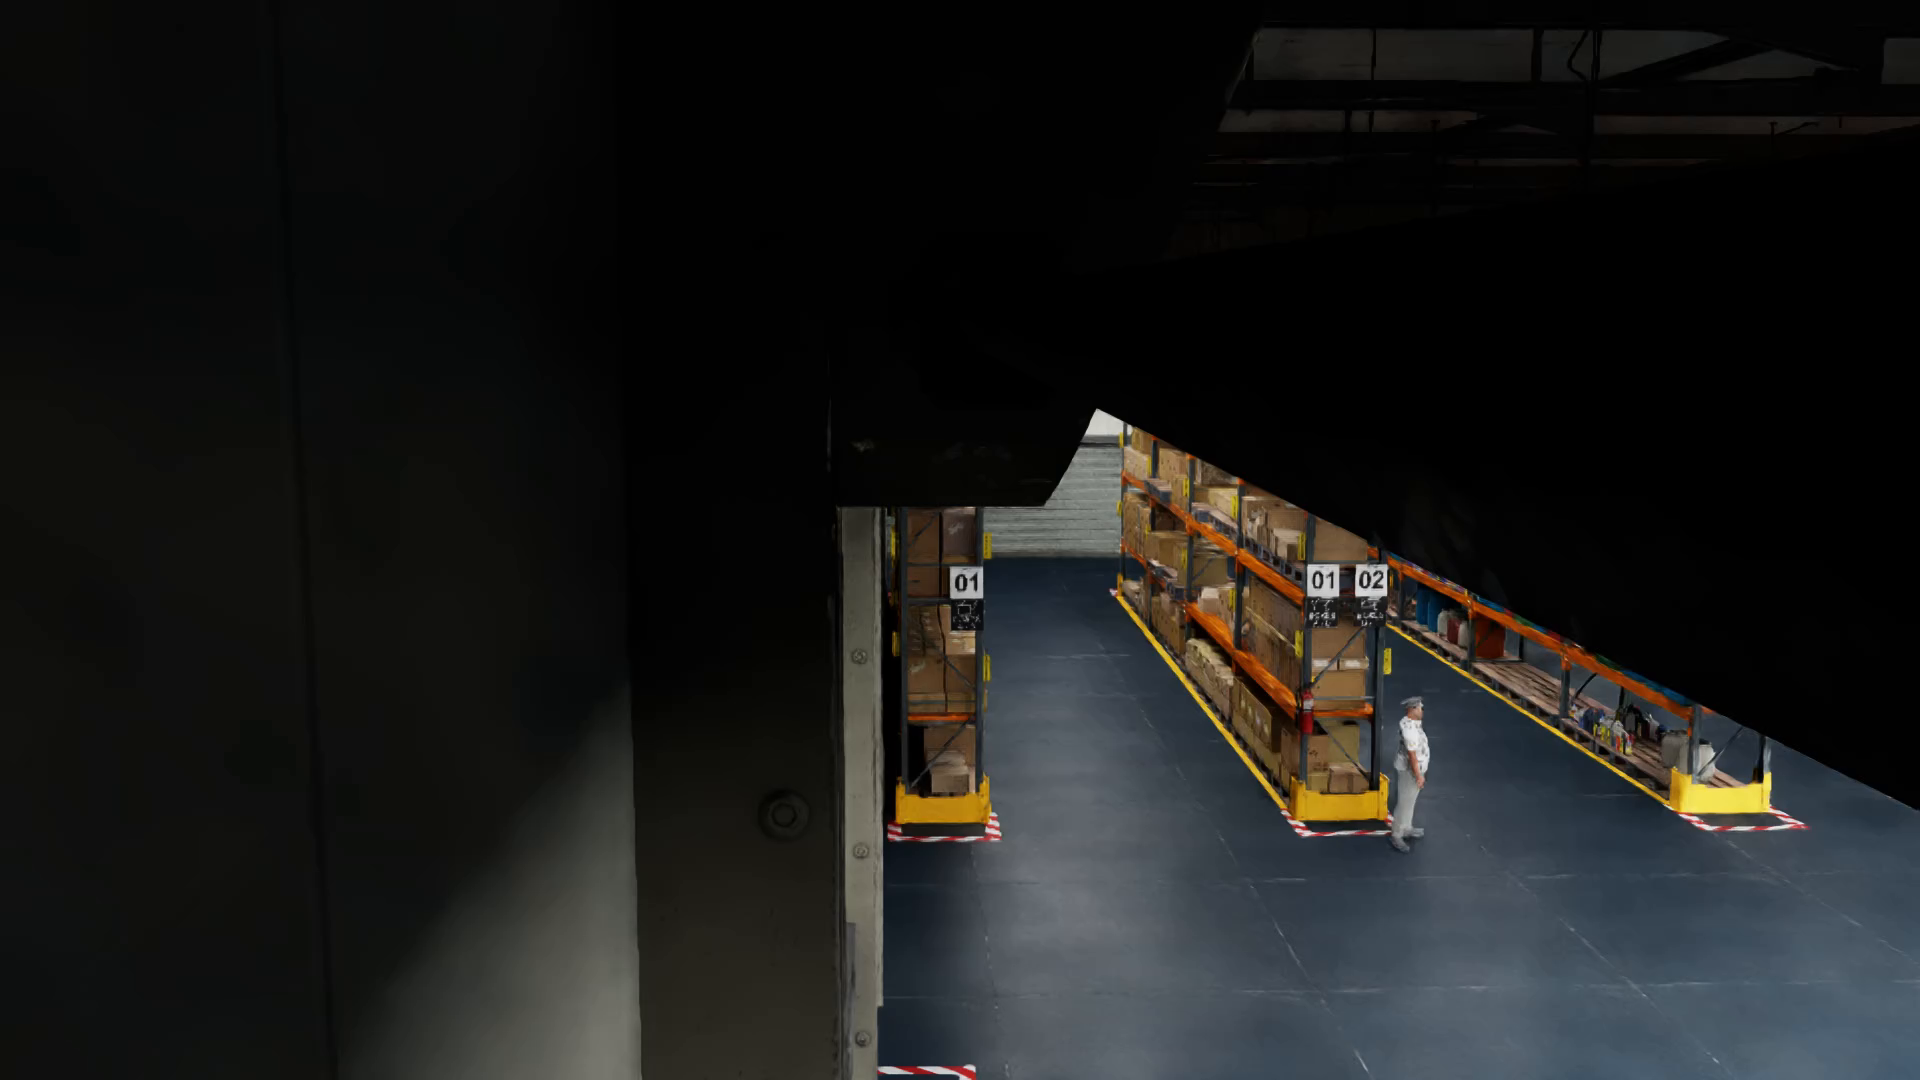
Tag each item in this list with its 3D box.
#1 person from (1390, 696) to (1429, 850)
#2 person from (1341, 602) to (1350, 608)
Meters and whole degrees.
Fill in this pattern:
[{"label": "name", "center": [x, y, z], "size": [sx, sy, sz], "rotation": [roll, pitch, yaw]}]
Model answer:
[{"label": "person", "center": [5.310, 2.705, 19.599], "size": [0.413, 1.762, 0.713], "rotation": [2, 8, 13]}, {"label": "person", "center": [6.396, 1.502, 28.260], "size": [0.557, 1.705, 1.116], "rotation": [-1, 8, -5]}]
